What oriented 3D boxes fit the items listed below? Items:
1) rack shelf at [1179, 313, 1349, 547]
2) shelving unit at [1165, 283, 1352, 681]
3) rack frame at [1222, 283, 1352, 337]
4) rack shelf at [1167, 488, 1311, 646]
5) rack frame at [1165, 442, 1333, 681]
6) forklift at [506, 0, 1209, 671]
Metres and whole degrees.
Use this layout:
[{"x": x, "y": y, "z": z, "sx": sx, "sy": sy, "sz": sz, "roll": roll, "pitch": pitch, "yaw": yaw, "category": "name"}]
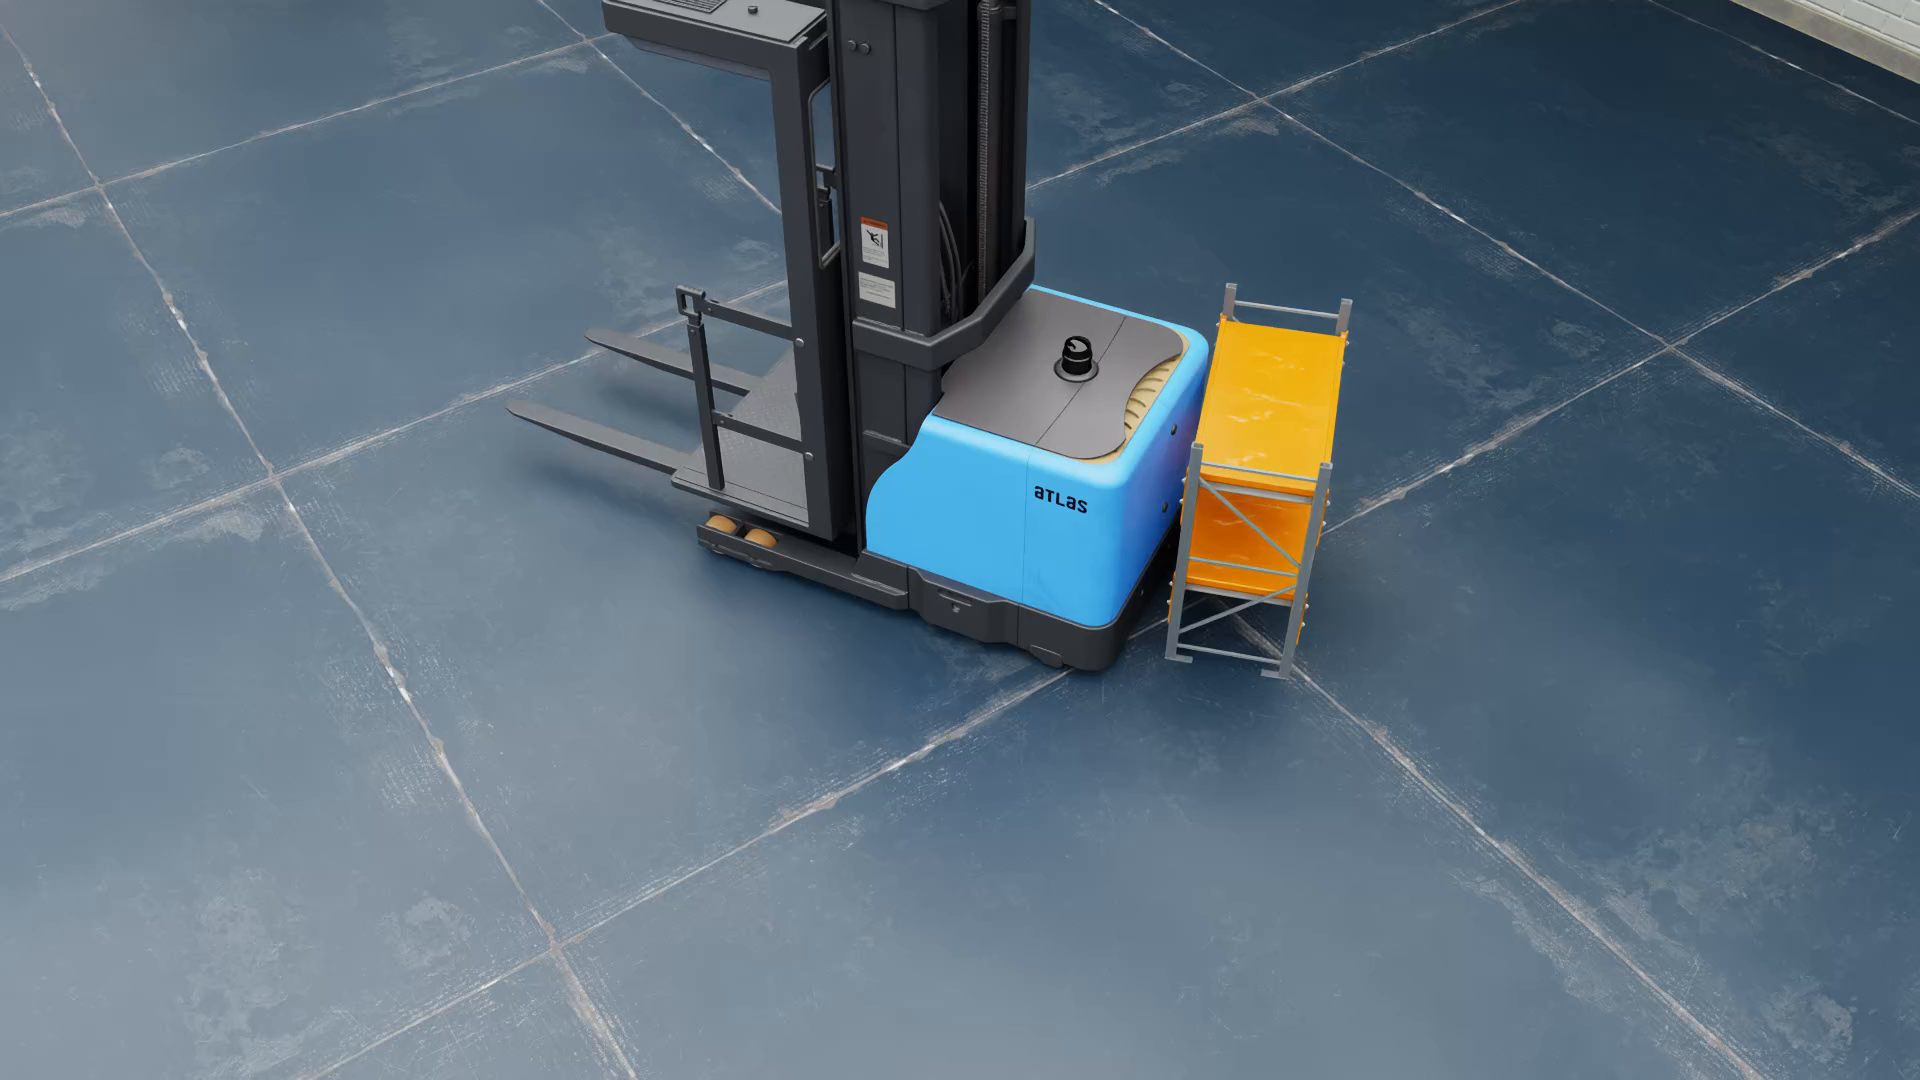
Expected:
[{"x": 1.194, "y": -0.448, "z": 6.472, "sx": 0.538, "sy": 0.278, "sz": 1.000, "roll": 9, "pitch": 44, "yaw": 10, "category": "rack shelf"}, {"x": 1.194, "y": -0.236, "z": 6.674, "sx": 0.538, "sy": 1.125, "sz": 1.048, "roll": 9, "pitch": 44, "yaw": 10, "category": "shelving unit"}, {"x": 1.314, "y": -0.578, "z": 7.032, "sx": 0.500, "sy": 1.125, "sz": 0.032, "roll": 9, "pitch": 44, "yaw": 10, "category": "rack frame"}, {"x": 1.194, "y": -0.060, "z": 6.843, "sx": 0.538, "sy": 0.278, "sz": 1.000, "roll": 9, "pitch": 44, "yaw": 10, "category": "rack shelf"}, {"x": 1.075, "y": 0.105, "z": 6.317, "sx": 0.500, "sy": 1.125, "sz": 0.032, "roll": 9, "pitch": 44, "yaw": 10, "category": "rack frame"}, {"x": -0.560, "y": -1.249, "z": 6.427, "sx": 3.031, "sy": 2.935, "sz": 1.130, "roll": 19, "pitch": 47, "yaw": 19, "category": "forklift"}]
